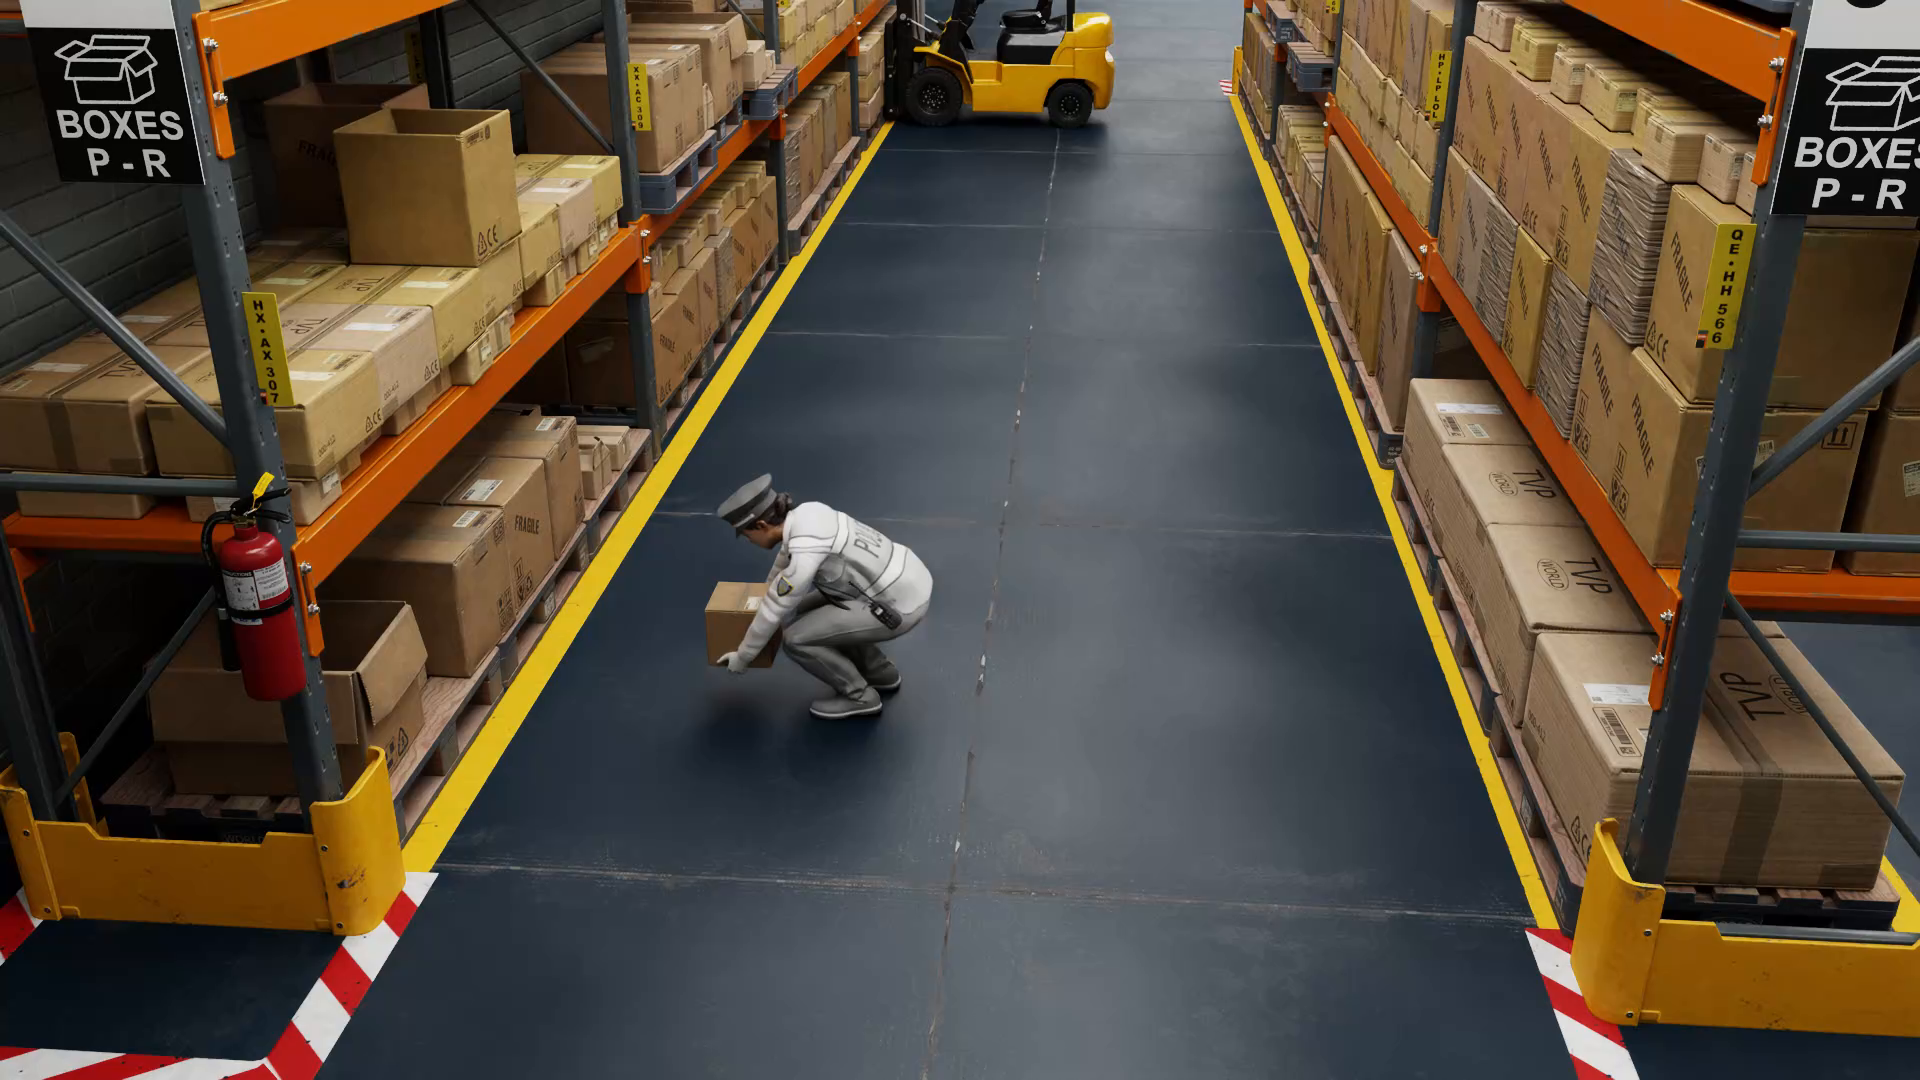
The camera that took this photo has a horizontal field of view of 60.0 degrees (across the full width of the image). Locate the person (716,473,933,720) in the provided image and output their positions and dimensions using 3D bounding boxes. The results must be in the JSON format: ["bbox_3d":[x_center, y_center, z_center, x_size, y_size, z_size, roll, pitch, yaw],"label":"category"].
[{"bbox_3d":[-0.528,0.205,6.490,0.836,0.985,0.465,1,25,3],"label":"person"}]
